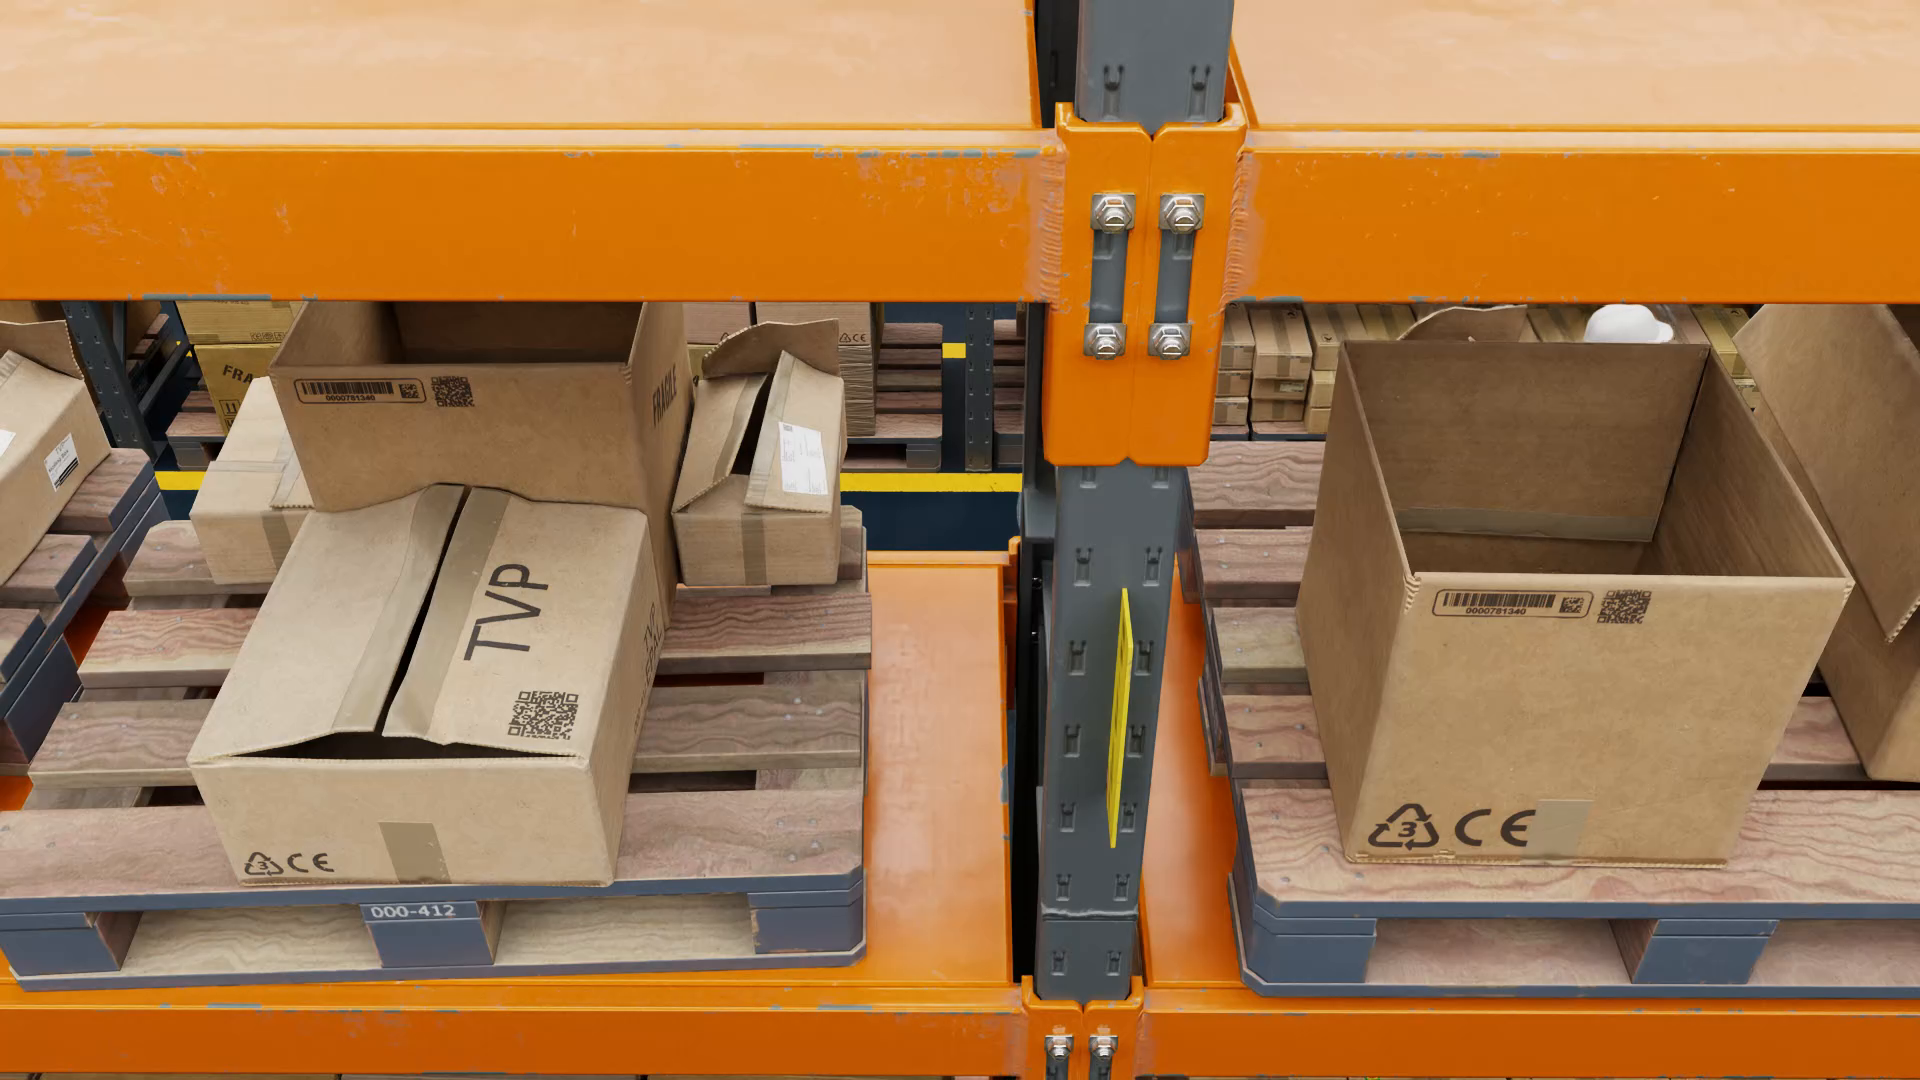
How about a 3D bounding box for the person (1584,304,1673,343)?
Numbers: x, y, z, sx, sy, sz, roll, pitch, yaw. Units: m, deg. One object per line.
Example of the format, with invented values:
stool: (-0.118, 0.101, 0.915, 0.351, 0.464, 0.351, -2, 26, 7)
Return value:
person: (2.305, -0.139, 6.270, 0.641, 1.753, 0.580, -6, 40, -7)
